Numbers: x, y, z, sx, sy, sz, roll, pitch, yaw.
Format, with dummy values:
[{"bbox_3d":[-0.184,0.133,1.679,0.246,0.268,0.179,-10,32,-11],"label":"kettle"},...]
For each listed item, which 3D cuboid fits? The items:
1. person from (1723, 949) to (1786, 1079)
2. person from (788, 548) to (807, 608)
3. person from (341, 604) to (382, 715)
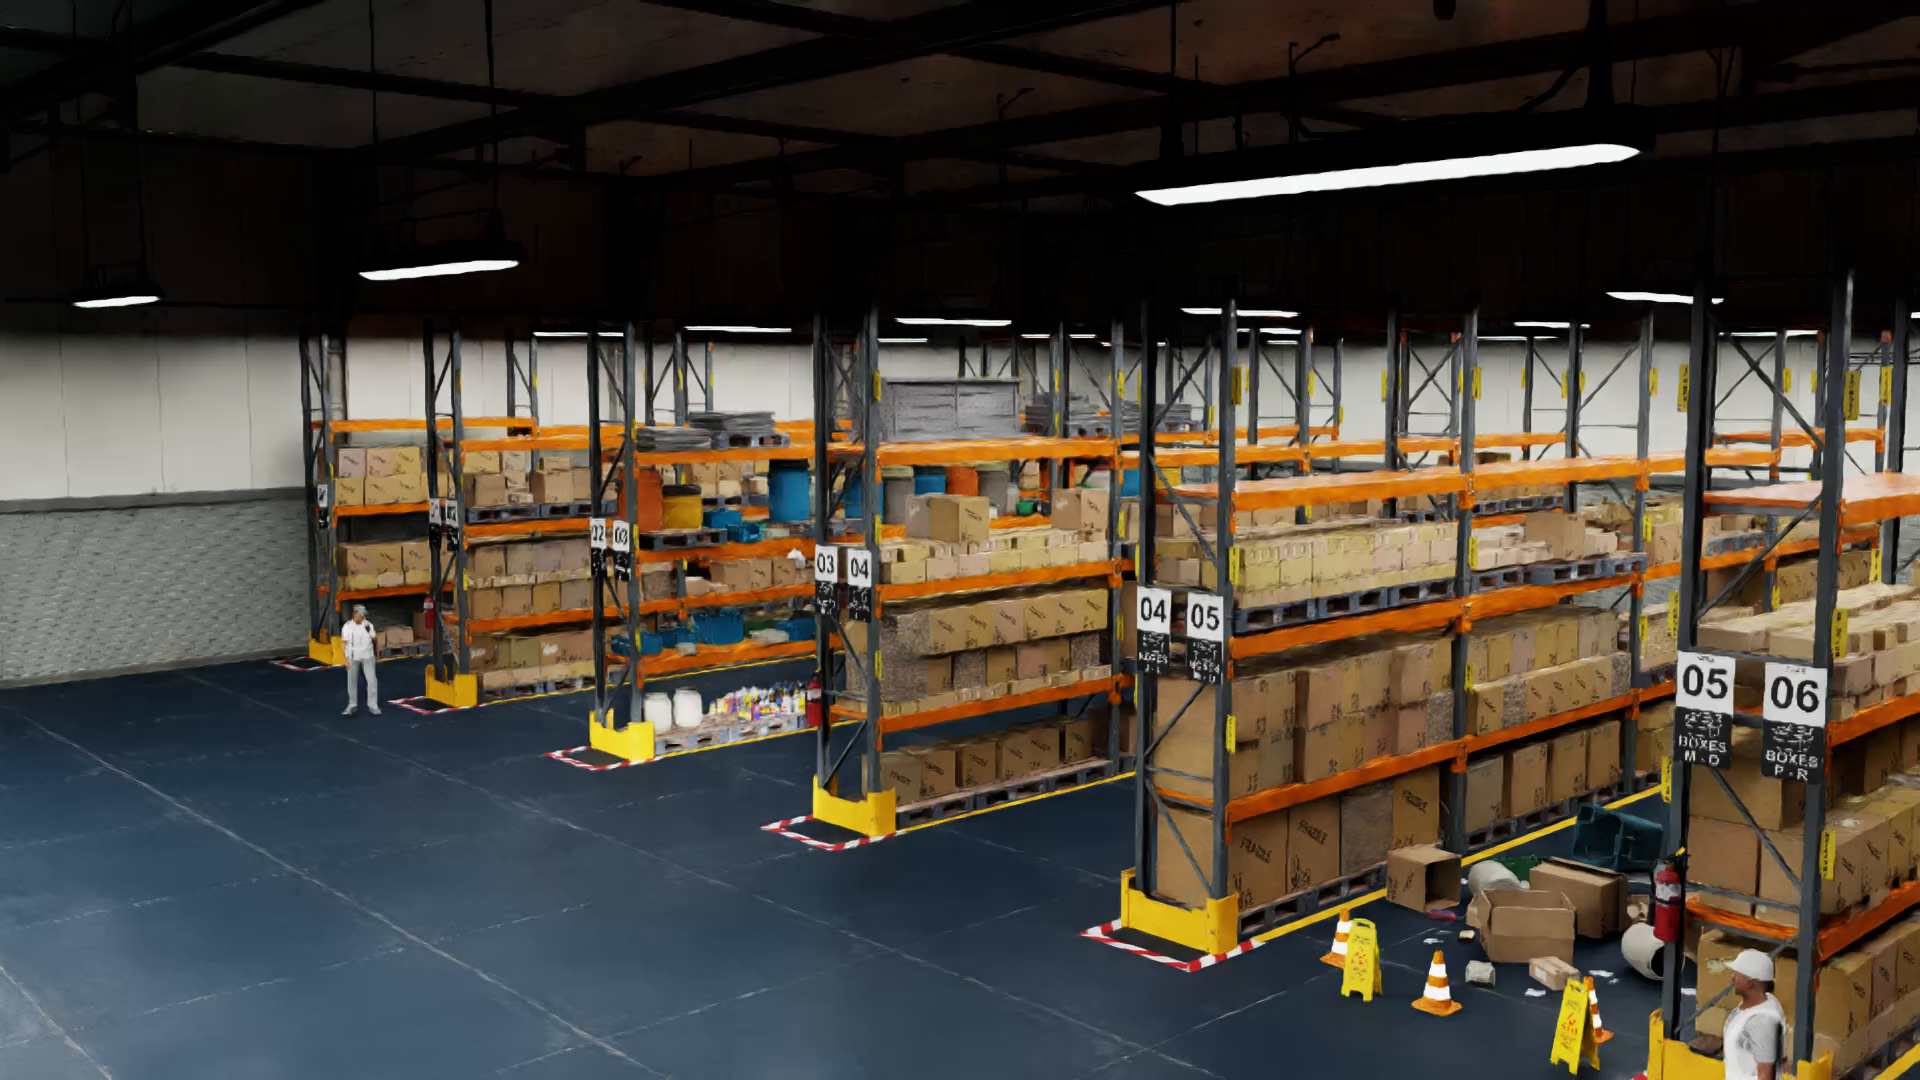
[{"bbox_3d":[4.752,3.304,9.811,0.548,1.779,0.655,2,6,19],"label":"person"},{"bbox_3d":[-3.413,0.775,35.029,0.364,1.682,0.582,3,6,26],"label":"person"},{"bbox_3d":[-9.054,1.797,25.086,0.588,1.665,0.398,-3,6,-27],"label":"person"}]
